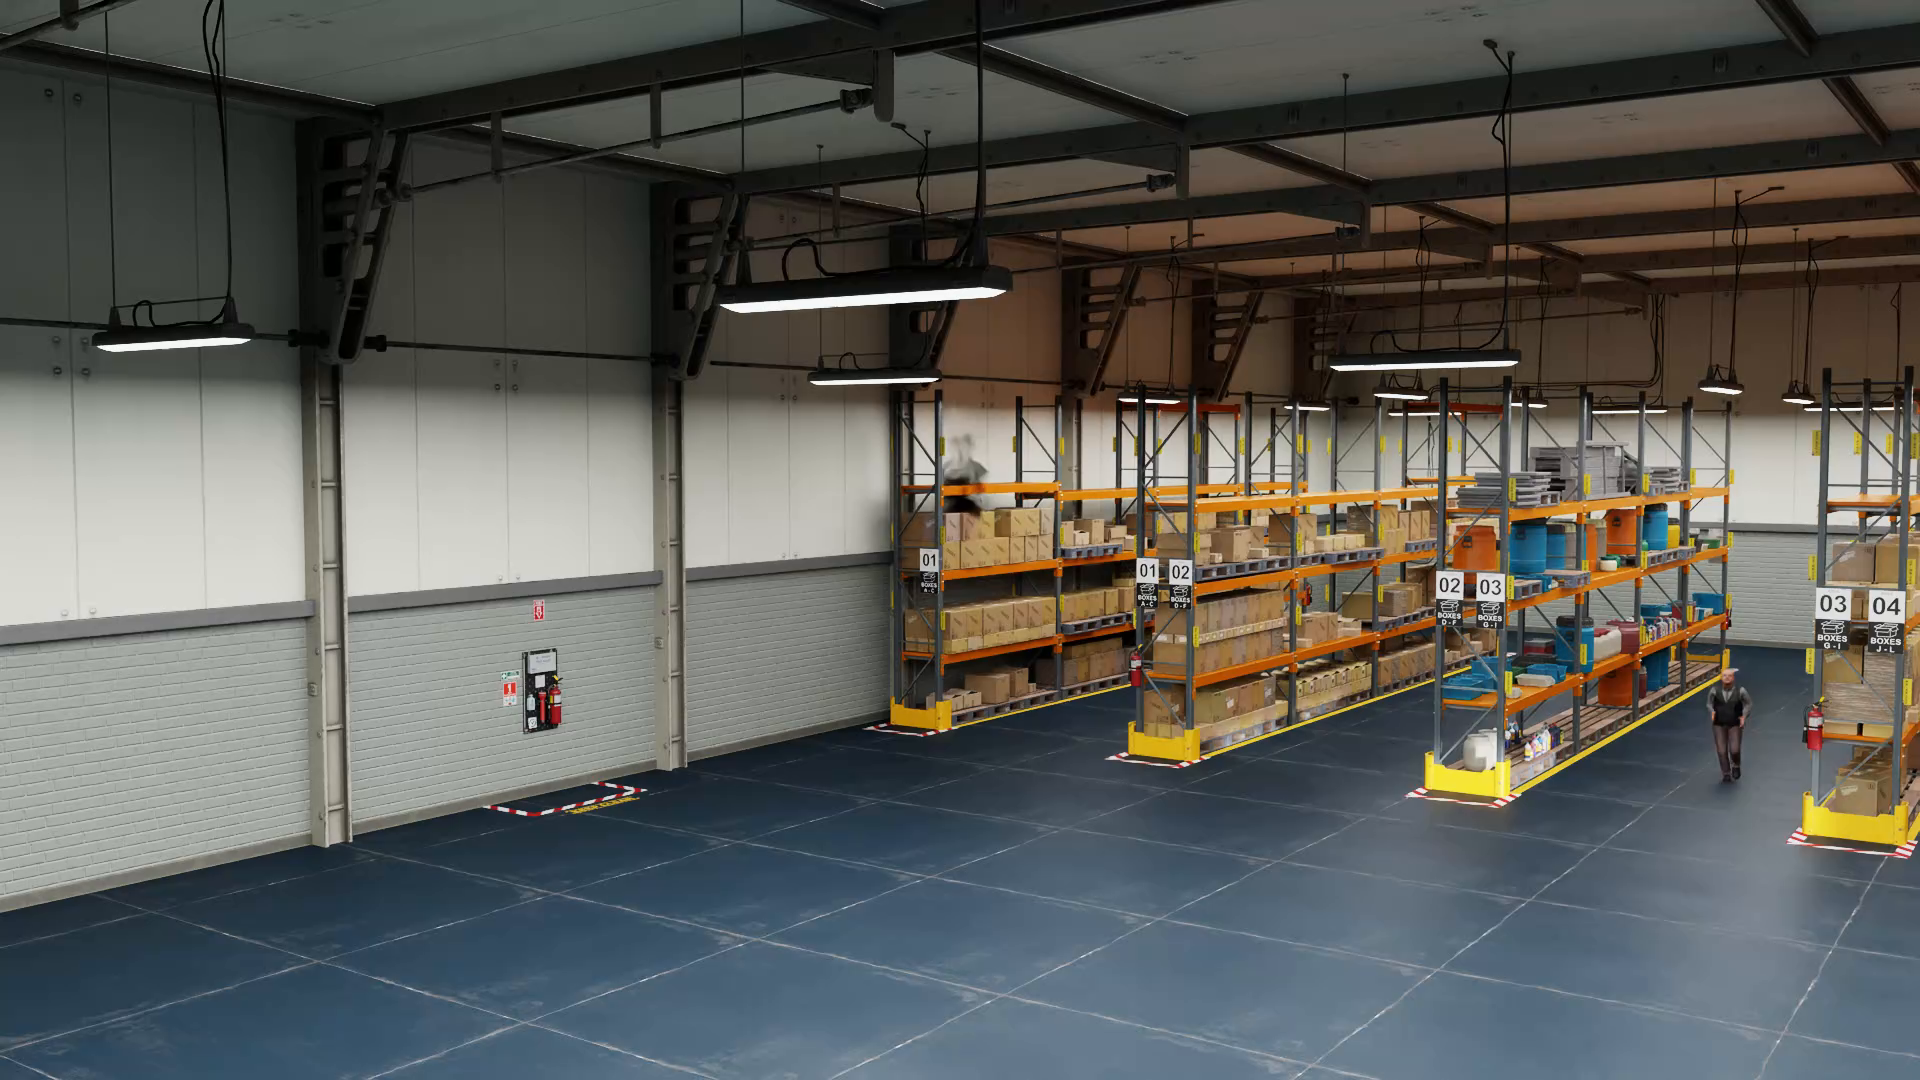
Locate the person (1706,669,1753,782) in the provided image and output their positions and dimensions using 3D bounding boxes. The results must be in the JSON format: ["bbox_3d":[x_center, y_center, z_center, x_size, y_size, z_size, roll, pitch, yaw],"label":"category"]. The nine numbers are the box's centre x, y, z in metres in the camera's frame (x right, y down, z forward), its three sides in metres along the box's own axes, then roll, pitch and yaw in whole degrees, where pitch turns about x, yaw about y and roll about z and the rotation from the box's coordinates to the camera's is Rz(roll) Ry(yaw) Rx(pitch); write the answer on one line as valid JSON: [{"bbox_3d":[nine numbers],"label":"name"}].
[{"bbox_3d":[11.395,2.764,24.687,0.635,1.676,0.564,2,4,32],"label":"person"}]
